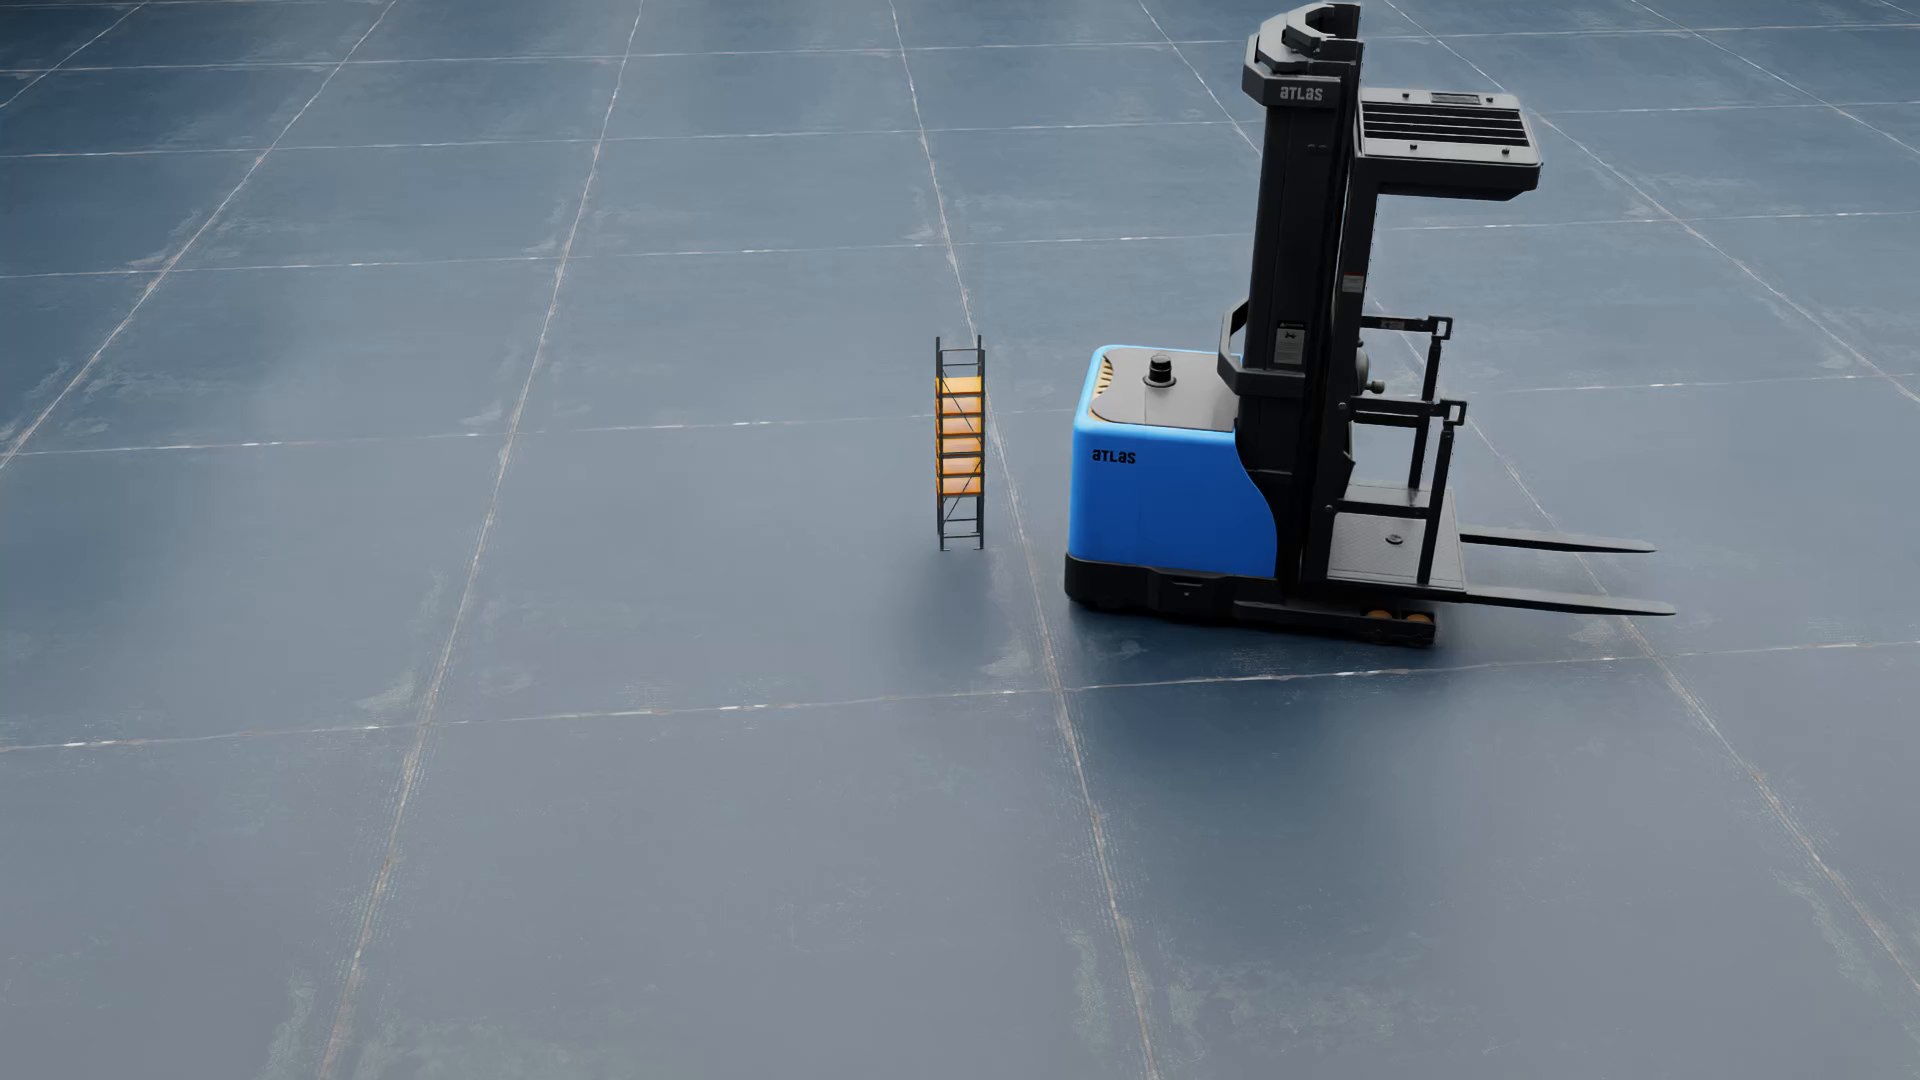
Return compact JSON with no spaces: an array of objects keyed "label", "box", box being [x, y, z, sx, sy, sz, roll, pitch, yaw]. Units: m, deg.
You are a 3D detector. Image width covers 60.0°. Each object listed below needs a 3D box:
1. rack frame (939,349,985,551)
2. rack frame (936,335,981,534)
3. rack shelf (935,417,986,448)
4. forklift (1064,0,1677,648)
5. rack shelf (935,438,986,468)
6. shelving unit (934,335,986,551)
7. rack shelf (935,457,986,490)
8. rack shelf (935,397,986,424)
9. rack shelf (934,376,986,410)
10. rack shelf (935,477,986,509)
[{"label":"rack frame","box":[0.010,-0.461,8.852,0.240,1.200,0.006,-3,31,-5]},{"label":"rack frame","box":[-0.007,-0.554,9.008,0.240,1.200,0.006,-3,31,-5]},{"label":"rack shelf","box":[0.001,-0.573,8.891,0.258,0.103,0.180,-3,31,-5]},{"label":"forklift","box":[2.112,-1.015,8.091,3.031,2.935,1.130,5,31,9]},{"label":"rack shelf","box":[0.001,-0.470,8.953,0.258,0.103,0.180,-3,31,-5]},{"label":"shelving unit","box":[0.001,-0.508,8.930,0.258,1.200,0.189,-3,31,-5]},{"label":"rack shelf","box":[0.001,-0.367,9.014,0.258,0.103,0.180,-3,31,-5]},{"label":"rack shelf","box":[0.001,-0.676,8.830,0.258,0.103,0.180,-3,31,-5]},{"label":"rack shelf","box":[0.001,-0.779,8.768,0.258,0.103,0.180,-3,31,-5]},{"label":"rack shelf","box":[0.001,-0.264,9.076,0.258,0.103,0.180,-3,31,-5]}]
